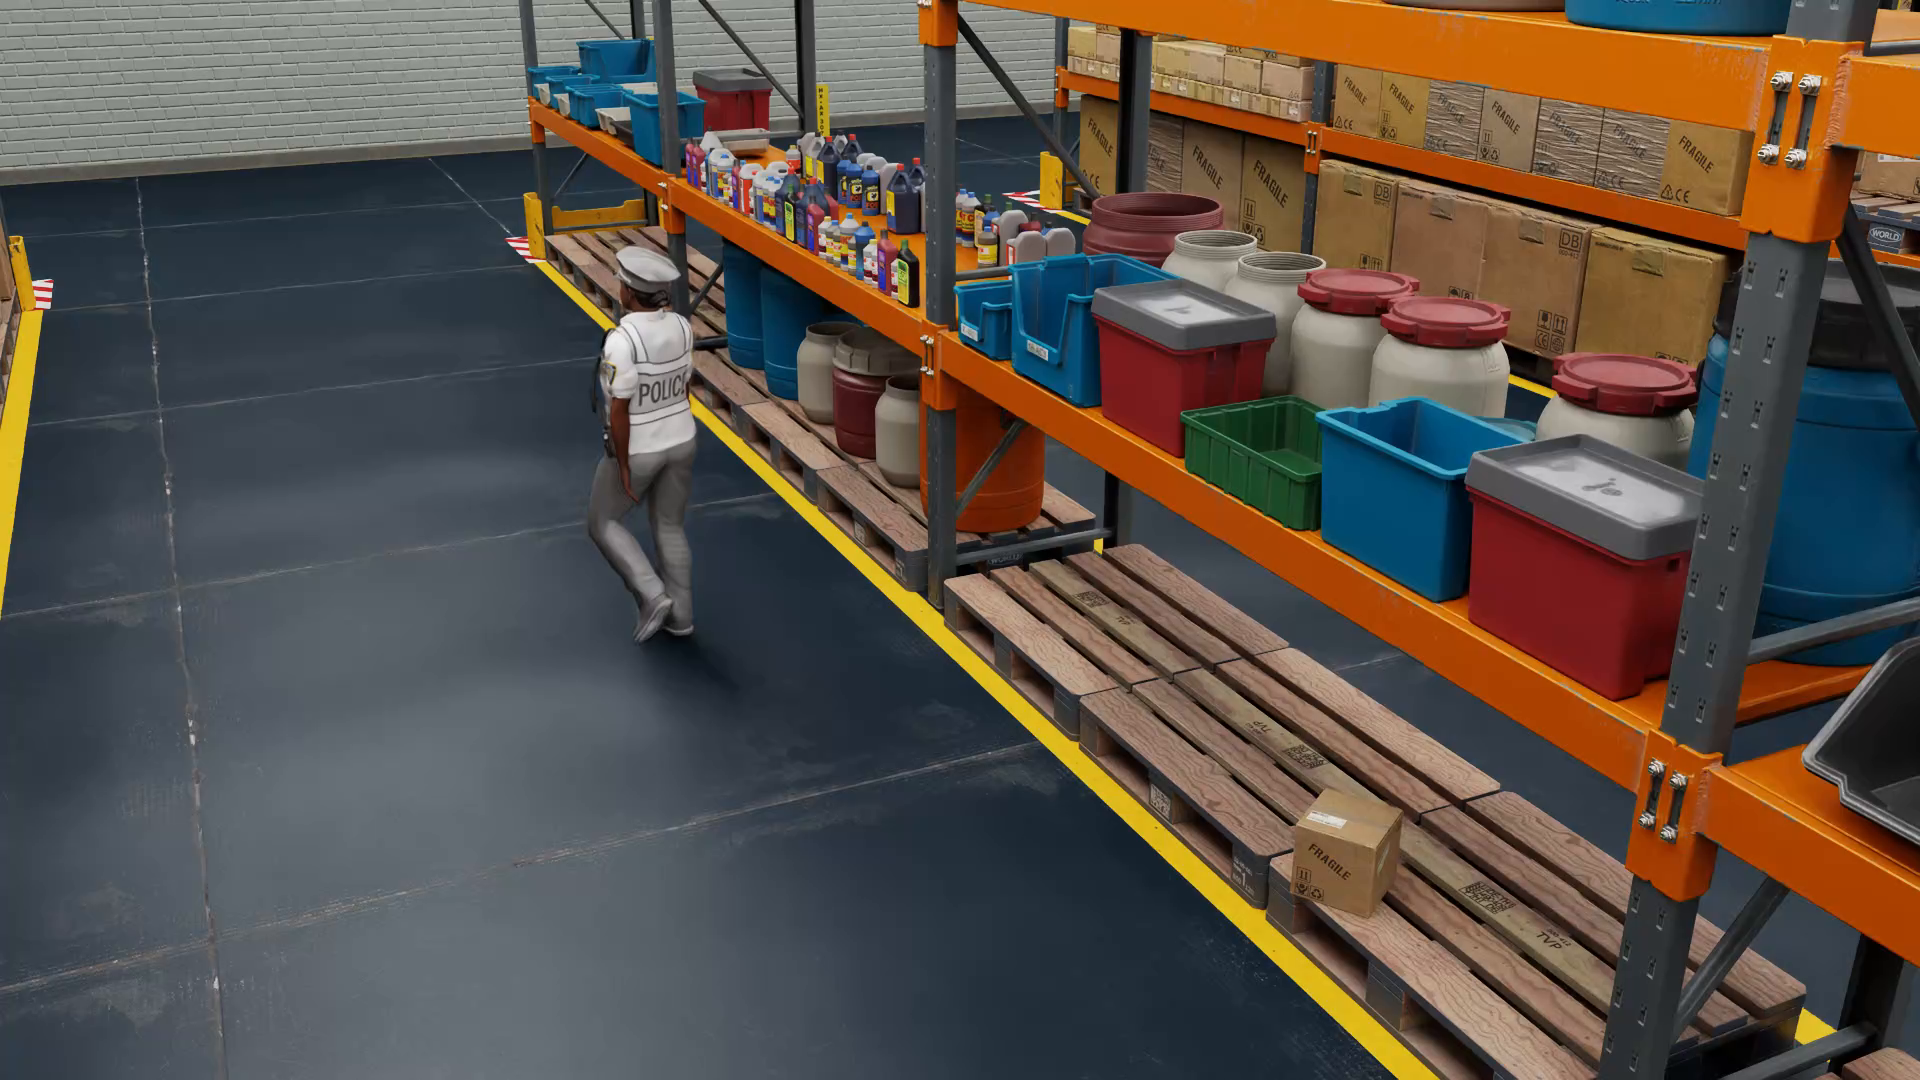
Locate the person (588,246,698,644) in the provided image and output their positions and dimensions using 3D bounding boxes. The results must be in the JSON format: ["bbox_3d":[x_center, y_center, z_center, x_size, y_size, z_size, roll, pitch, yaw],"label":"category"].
[{"bbox_3d":[-1.316,-0.386,6.939,0.441,1.690,0.450,19,29,38],"label":"person"}]
